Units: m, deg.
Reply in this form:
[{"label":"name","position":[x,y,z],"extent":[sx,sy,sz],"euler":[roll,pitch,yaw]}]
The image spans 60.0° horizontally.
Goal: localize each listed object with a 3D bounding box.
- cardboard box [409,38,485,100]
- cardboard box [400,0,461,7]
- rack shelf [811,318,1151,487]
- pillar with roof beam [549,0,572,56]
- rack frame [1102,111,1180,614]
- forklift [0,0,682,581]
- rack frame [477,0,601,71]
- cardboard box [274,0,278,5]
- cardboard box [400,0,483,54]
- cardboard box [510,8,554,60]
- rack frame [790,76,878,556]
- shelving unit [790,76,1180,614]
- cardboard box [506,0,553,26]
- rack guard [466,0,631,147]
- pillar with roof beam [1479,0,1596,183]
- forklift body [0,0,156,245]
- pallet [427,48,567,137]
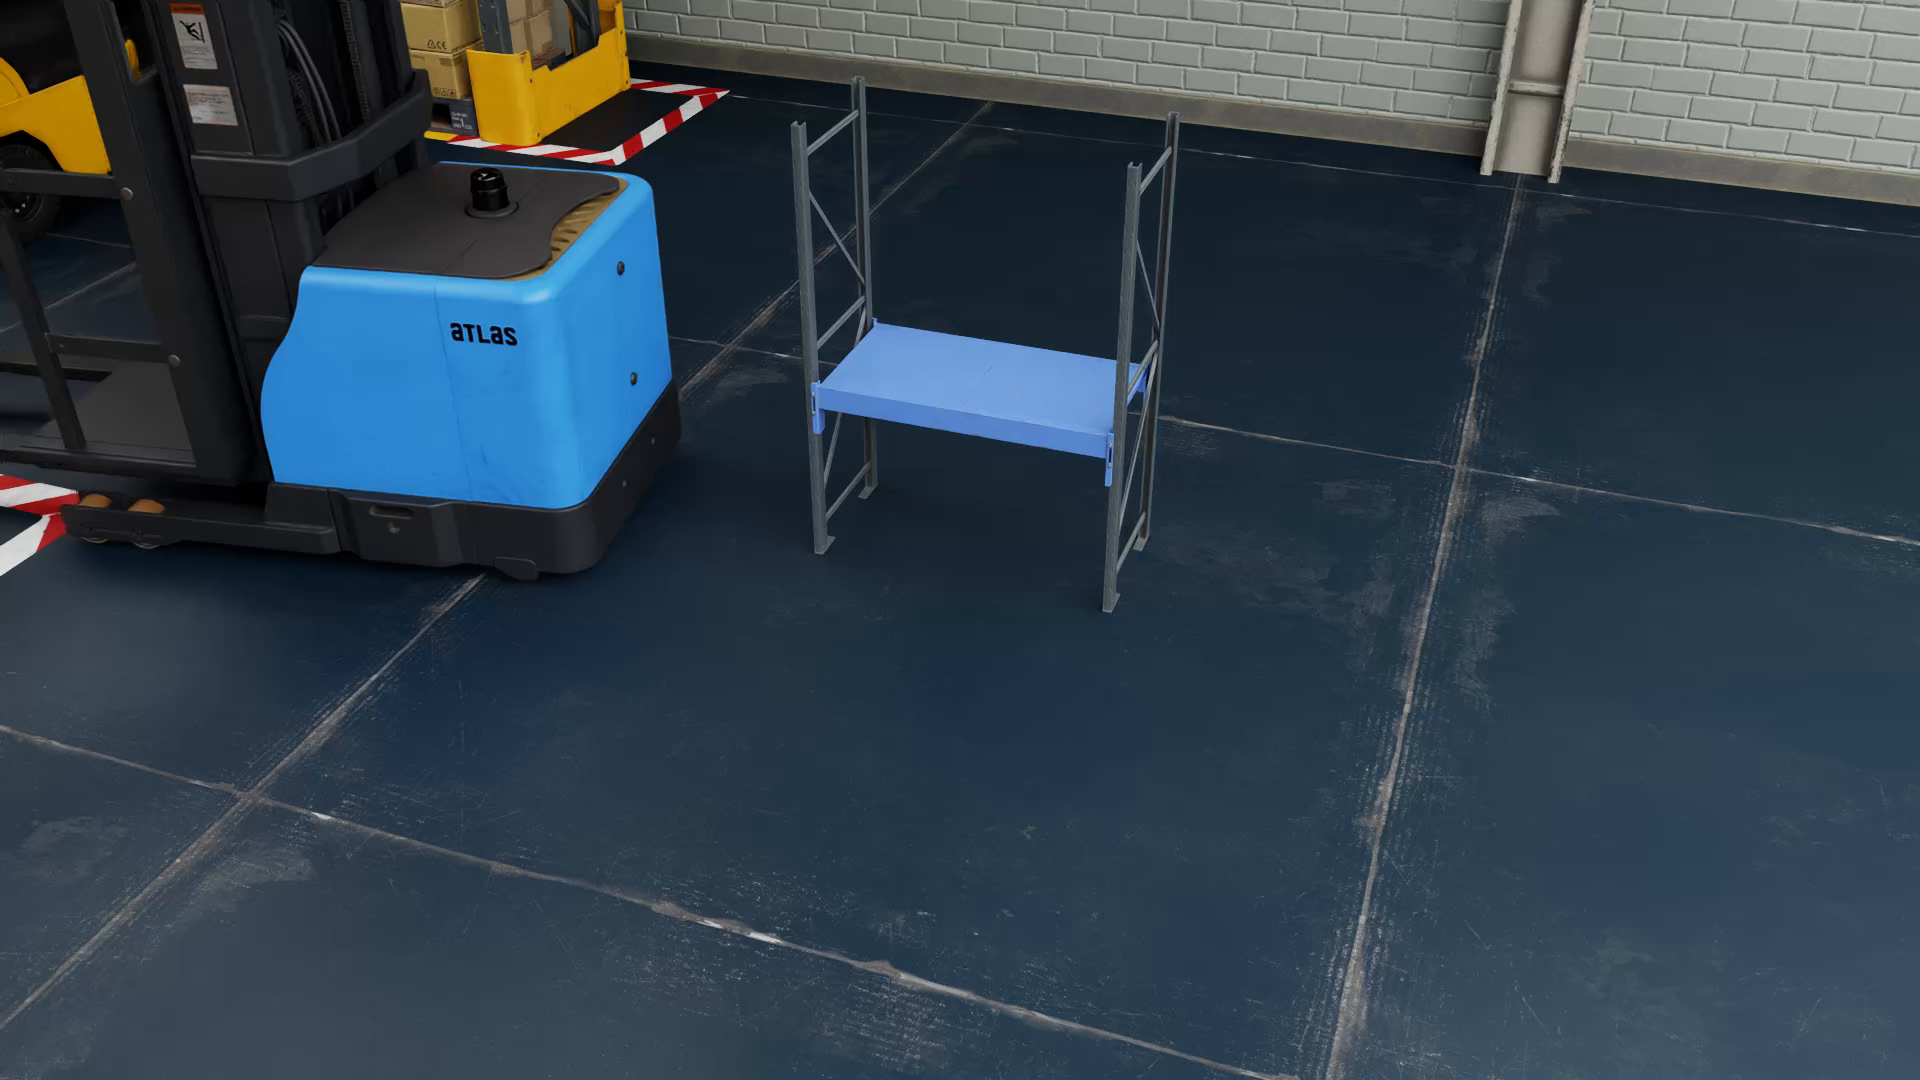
[{"label":"cardboard box","position":[-2.882,-2.678,9.280],"extent":[0.500,0.250,0.500],"euler":[11,35,17]},{"label":"cardboard box","position":[-2.871,-3.098,9.009],"extent":[0.500,0.250,0.500],"euler":[12,35,18]},{"label":"rack shelf","position":[0.080,-0.463,5.417],"extent":[1.000,0.185,0.538],"euler":[11,34,16]},{"label":"pillar with roof beam","position":[-4.137,-4.642,4.643],"extent":[0.400,9.000,9.100],"euler":[11,34,16]},{"label":"rack frame","position":[0.559,-0.521,5.175],"extent":[0.032,1.500,0.500],"euler":[11,34,16]},{"label":"forklift","position":[-2.608,-1.477,5.335],"extent":[3.031,2.935,1.130],"euler":[6,33,9]},{"label":"rack frame","position":[-2.333,-3.732,8.765],"extent":[0.127,3.000,1.000],"euler":[11,34,16]},{"label":"cardboard box","position":[-3.858,-3.074,9.432],"extent":[0.500,0.250,0.500],"euler":[10,34,15]},{"label":"cardboard box","position":[-2.896,-2.893,9.152],"extent":[0.500,0.250,0.500],"euler":[11,34,16]},{"label":"cardboard box","position":[-2.729,-2.943,9.690],"extent":[0.500,0.250,0.500],"euler":[11,34,17]},{"label":"rack frame","position":[-0.398,-0.707,5.463],"extent":[0.032,1.500,0.500],"euler":[11,34,16]},{"label":"shelving unit","position":[0.080,-0.614,5.319],"extent":[1.048,1.500,0.538],"euler":[11,34,16]},{"label":"cardboard box","position":[-2.705,-3.155,9.558],"extent":[0.500,0.250,0.500],"euler":[12,35,17]},{"label":"rack guard","position":[-2.310,-2.677,9.436],"extent":[0.348,0.500,1.175],"euler":[11,34,16]},{"label":"pillar with roof beam","position":[1.512,-3.544,2.942],"extent":[0.400,9.000,9.100],"euler":[11,34,16]},{"label":"forklift body","position":[-4.733,-2.791,8.089],"extent":[1.214,2.155,2.313],"euler":[11,34,16]},{"label":"pallet","position":[-3.067,-2.679,9.705],"extent":[1.213,0.211,1.003],"euler":[11,34,16]}]
